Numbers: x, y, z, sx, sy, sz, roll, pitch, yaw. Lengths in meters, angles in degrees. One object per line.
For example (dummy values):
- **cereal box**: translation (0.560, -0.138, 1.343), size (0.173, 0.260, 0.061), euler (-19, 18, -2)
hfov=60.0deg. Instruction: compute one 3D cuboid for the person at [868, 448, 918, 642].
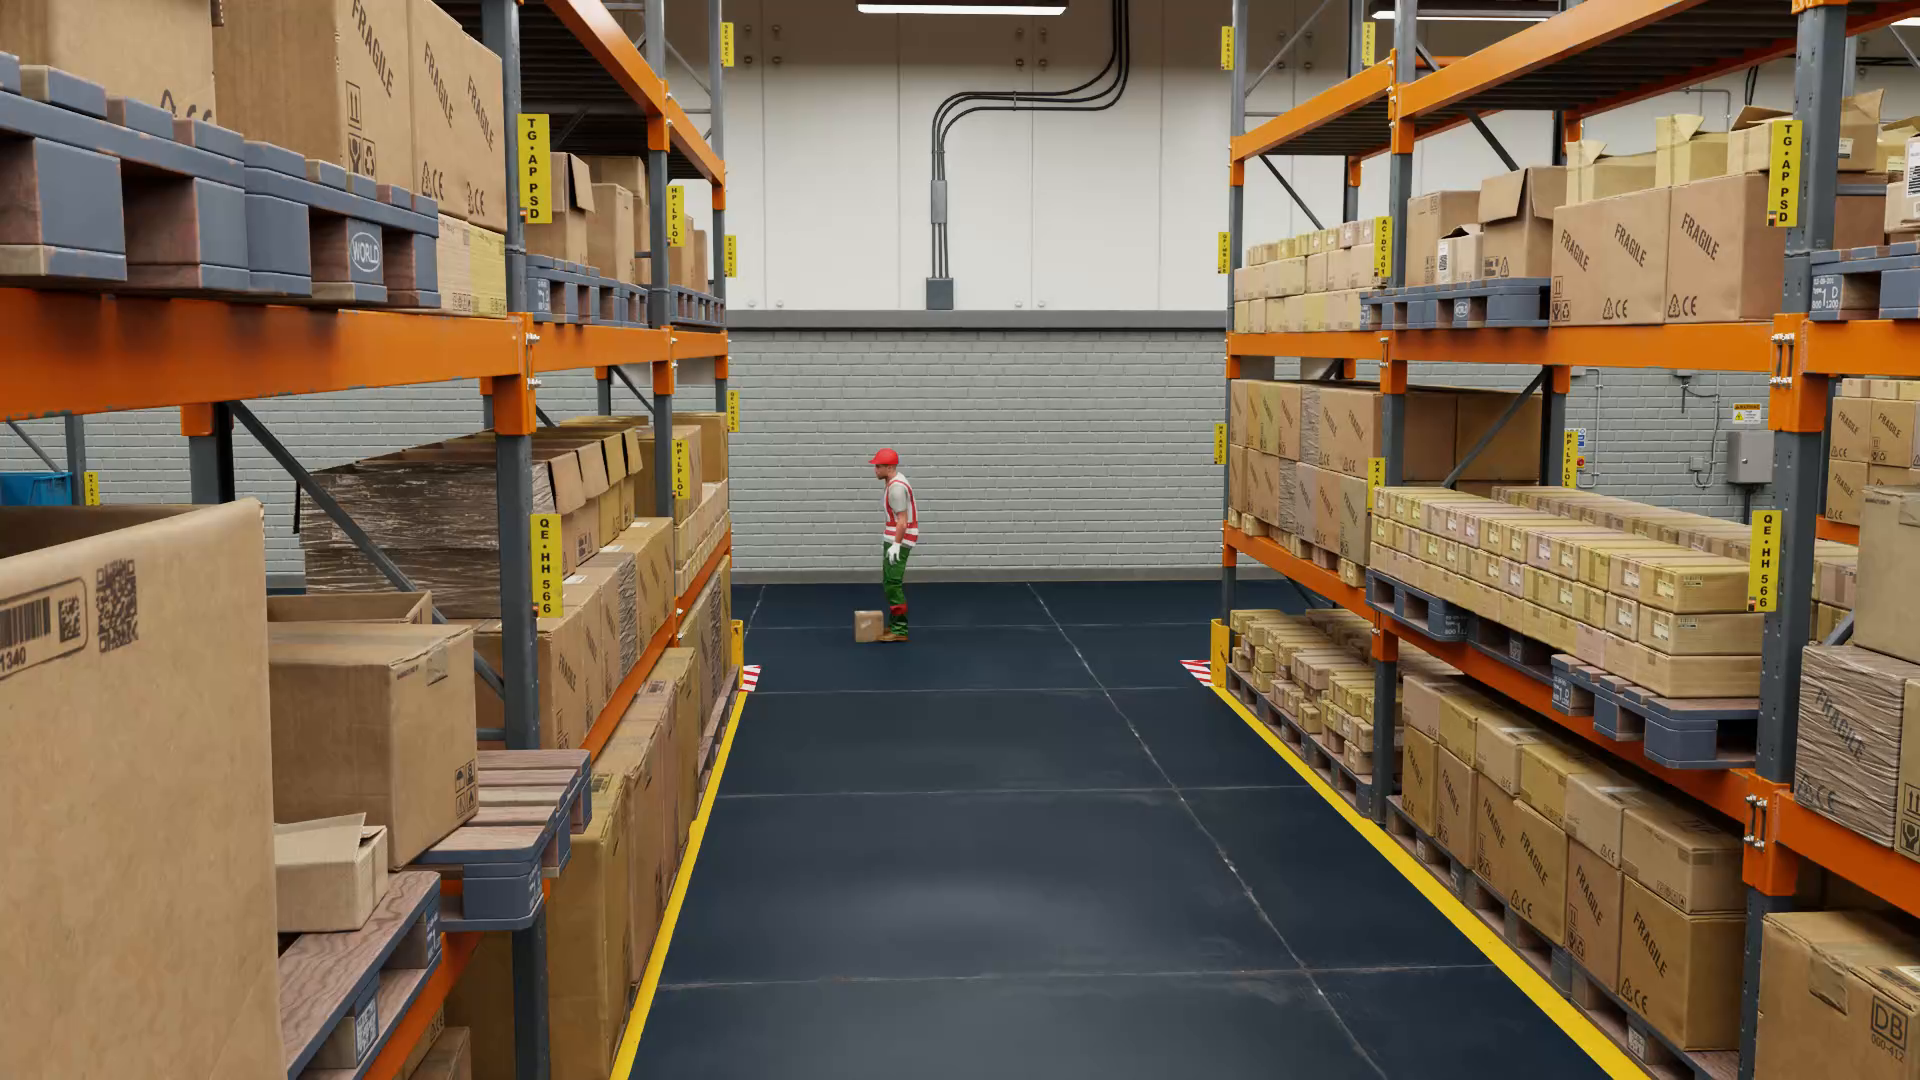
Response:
- **person**: translation (-0.618, 0.041, 15.334), size (0.452, 1.777, 0.610), euler (-1, 7, -7)
